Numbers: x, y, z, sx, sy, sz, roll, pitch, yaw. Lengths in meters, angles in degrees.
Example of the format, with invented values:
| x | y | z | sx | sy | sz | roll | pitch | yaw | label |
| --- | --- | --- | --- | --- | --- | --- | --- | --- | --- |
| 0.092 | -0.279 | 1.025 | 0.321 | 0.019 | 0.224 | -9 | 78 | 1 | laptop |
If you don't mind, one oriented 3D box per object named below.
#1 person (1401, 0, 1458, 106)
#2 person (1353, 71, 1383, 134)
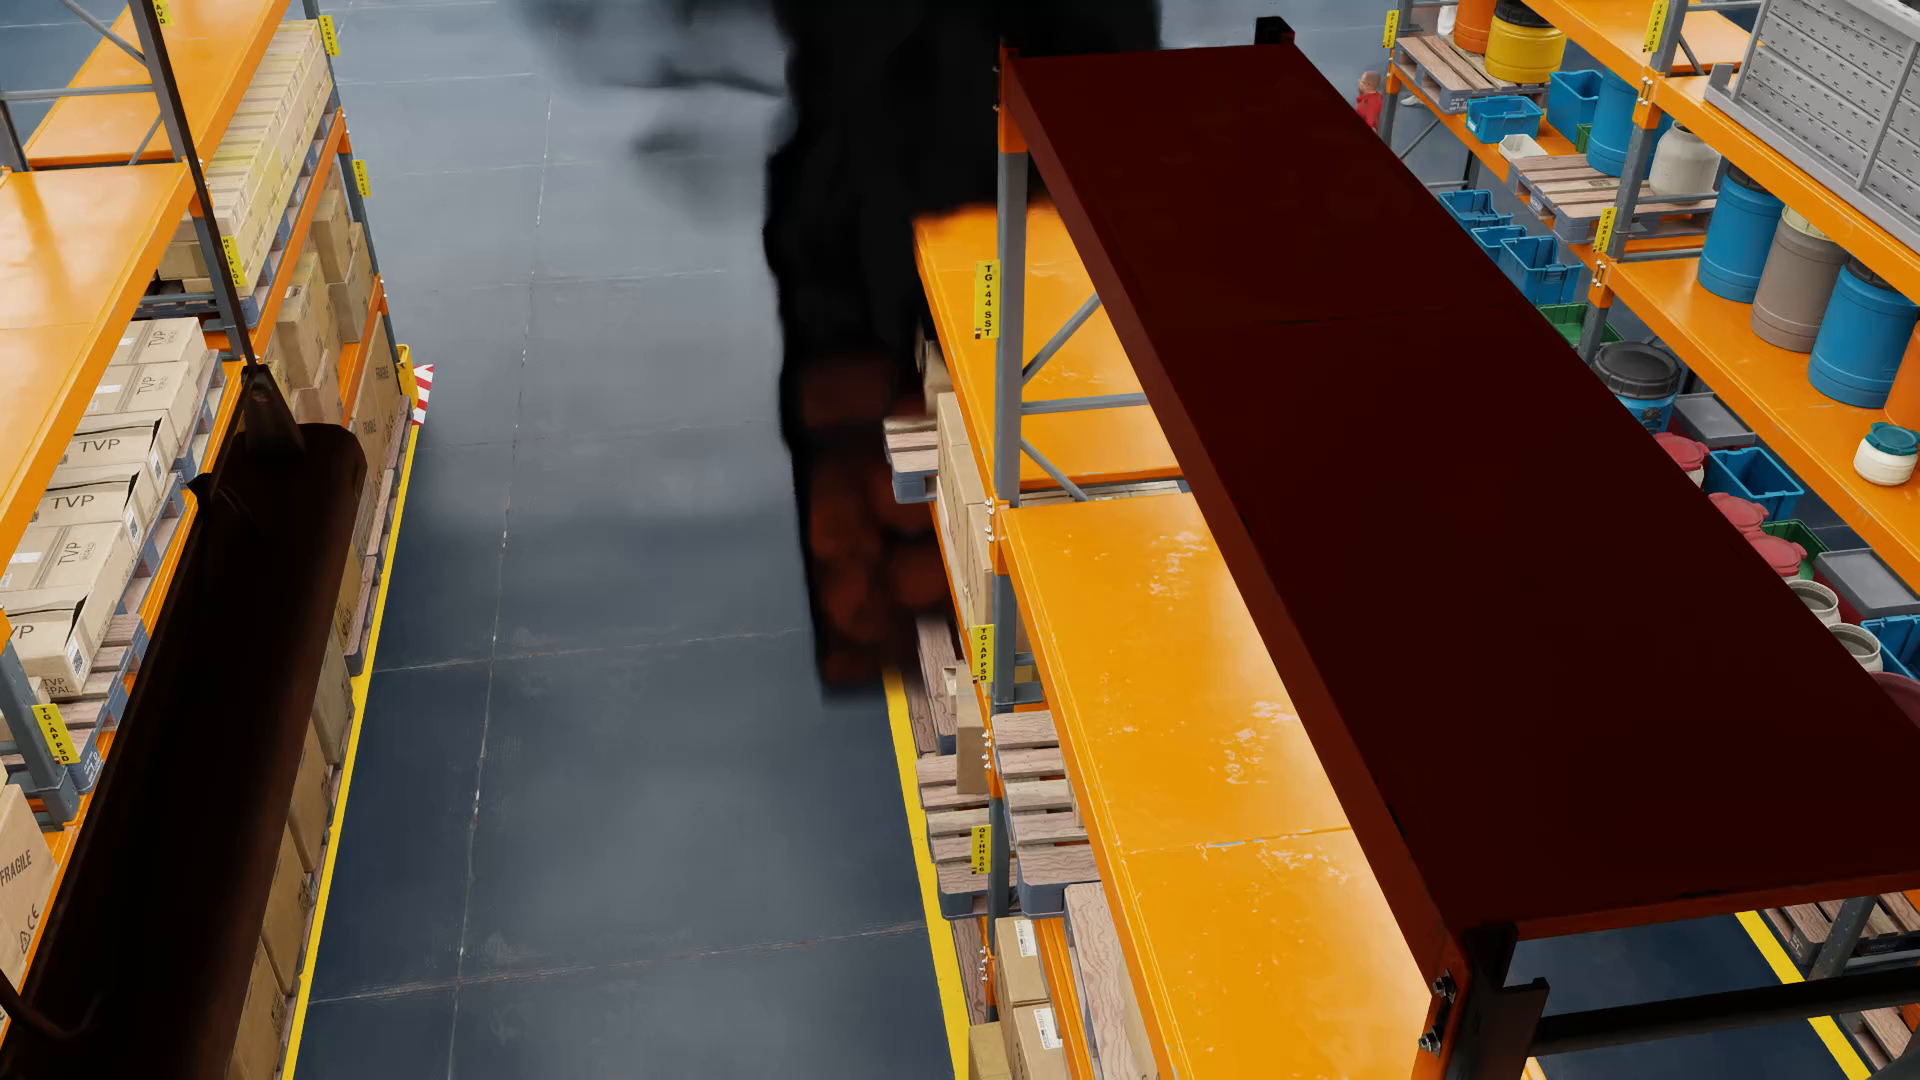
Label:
| x | y | z | sx | sy | sz | roll | pitch | yaw | label |
| --- | --- | --- | --- | --- | --- | --- | --- | --- | --- |
| 5.985 | -6.195 | 20.353 | 0.891 | 1.787 | 0.688 | 7 | 37 | 9 | person |
| 4.098 | -3.903 | 16.933 | 0.804 | 1.774 | 0.688 | 22 | 41 | 27 | person |
